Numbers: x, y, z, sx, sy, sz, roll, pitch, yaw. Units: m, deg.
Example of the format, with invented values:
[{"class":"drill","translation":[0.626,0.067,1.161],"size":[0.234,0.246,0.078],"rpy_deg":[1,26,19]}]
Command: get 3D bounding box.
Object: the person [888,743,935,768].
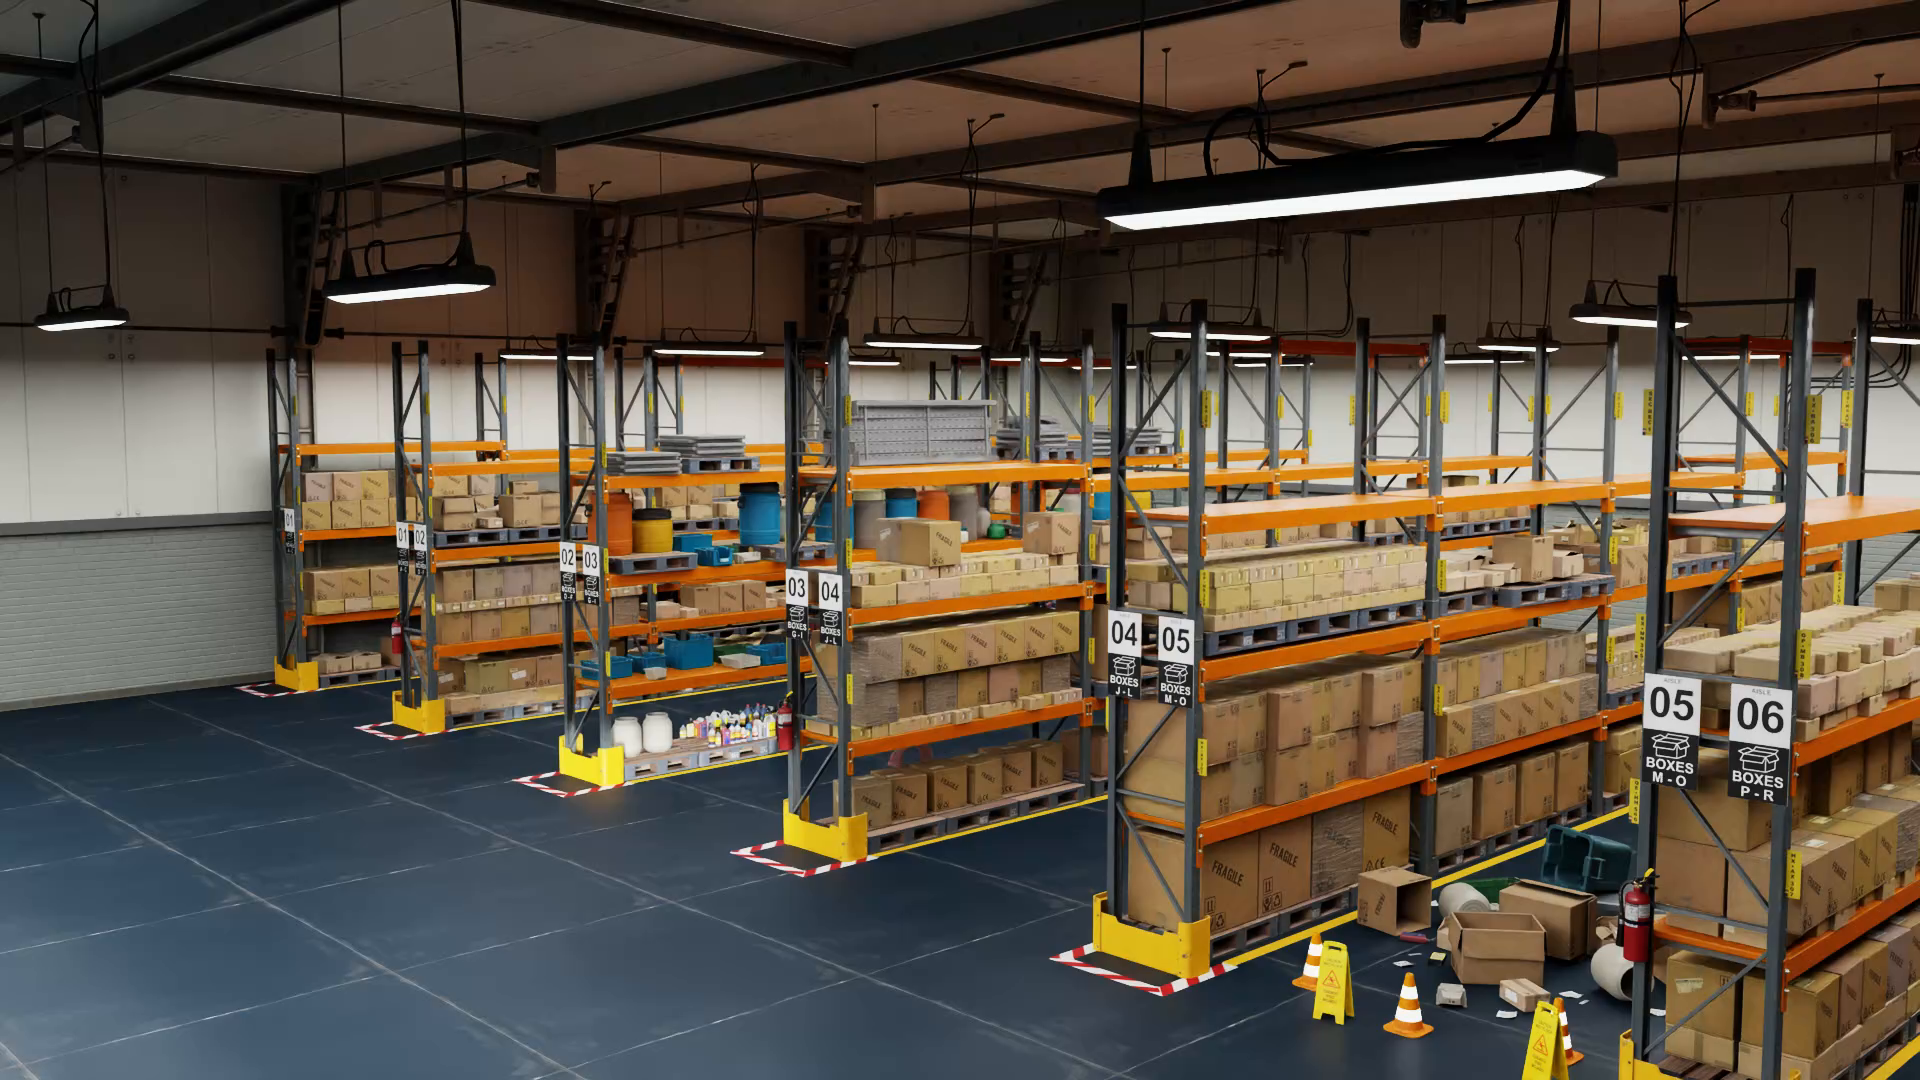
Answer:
[{"class":"person","translation":[-0.725,2.357,22.789],"size":[0.829,1.651,0.505],"rpy_deg":[-1,5,-15]}]
